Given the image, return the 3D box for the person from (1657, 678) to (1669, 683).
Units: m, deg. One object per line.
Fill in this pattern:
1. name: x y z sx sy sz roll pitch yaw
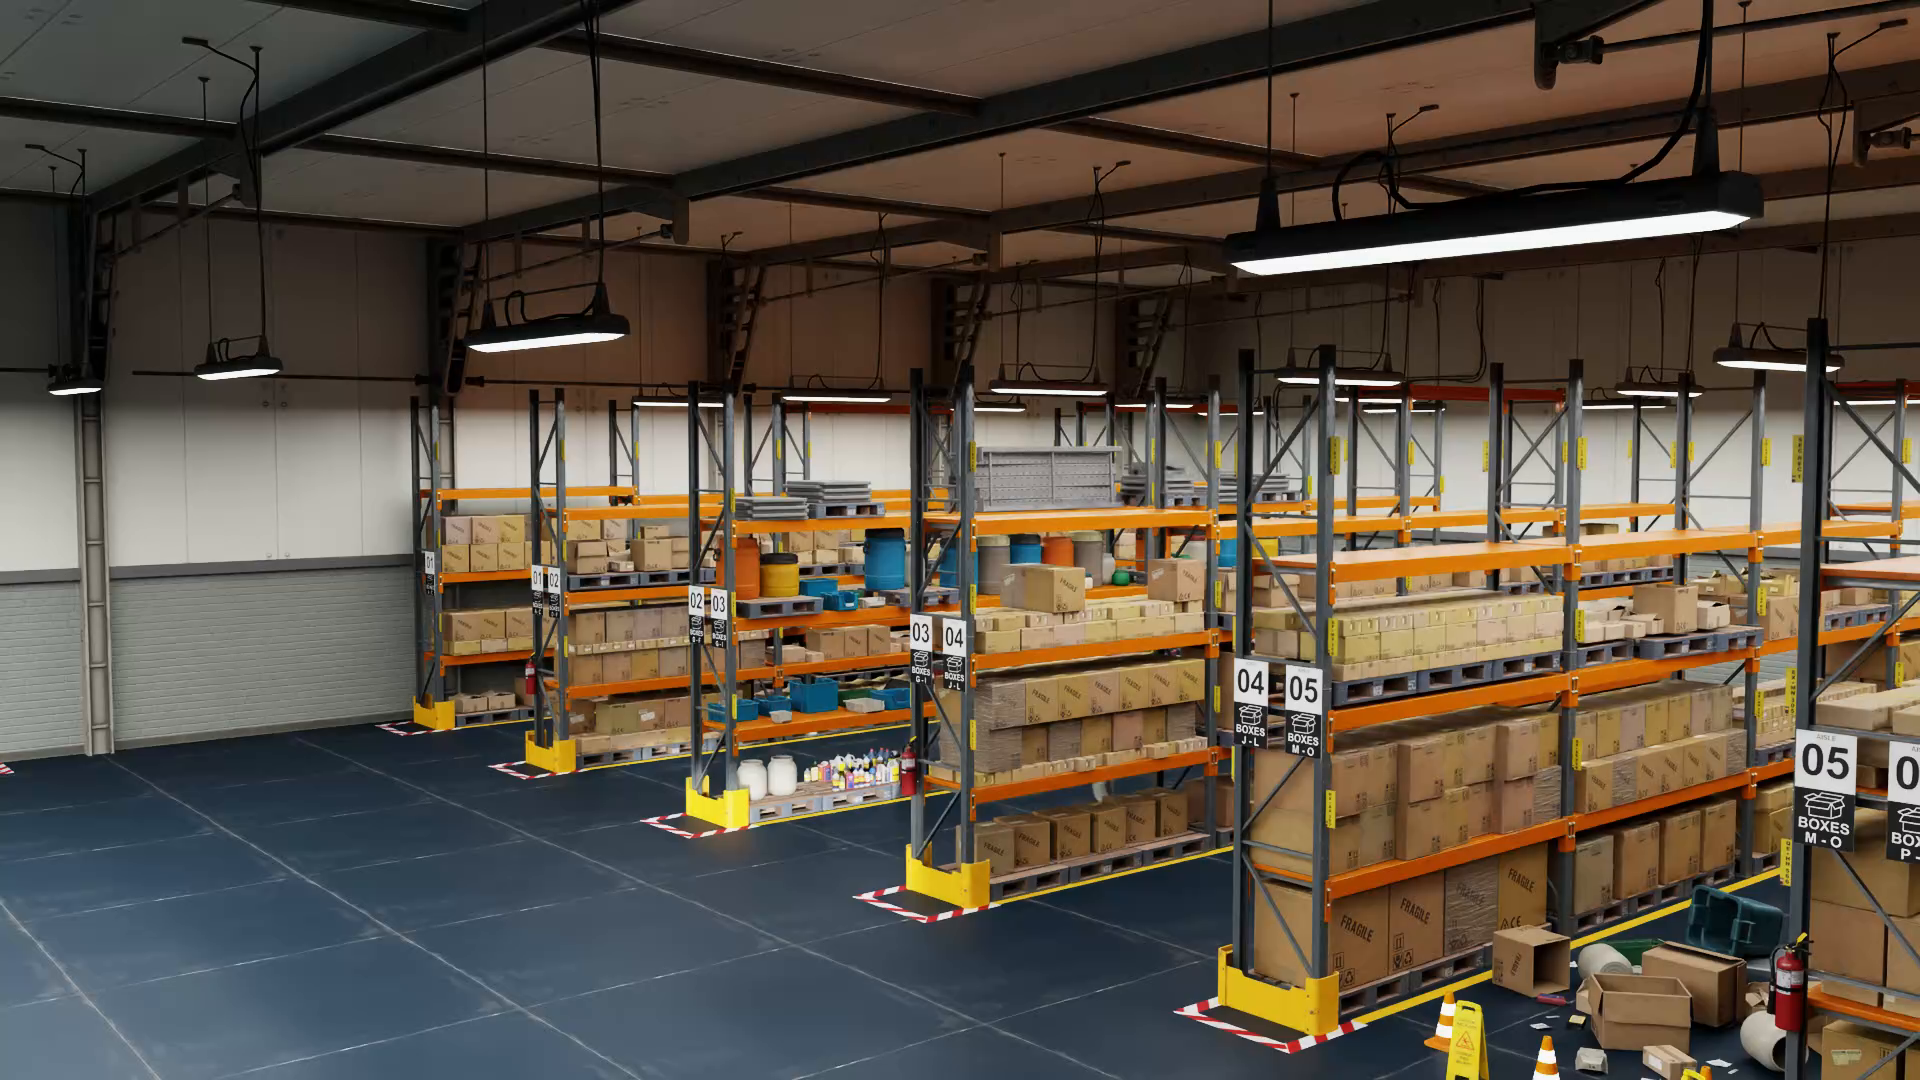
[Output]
1. person: 10.547 2.869 24.929 0.665 1.624 0.462 -3 5 -42

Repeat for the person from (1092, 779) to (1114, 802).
1. person: 1.997 2.959 23.376 0.382 1.680 0.511 2 4 35

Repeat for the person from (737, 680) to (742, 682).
1. person: -4.424 2.456 31.719 0.608 1.764 0.465 -2 4 -32
